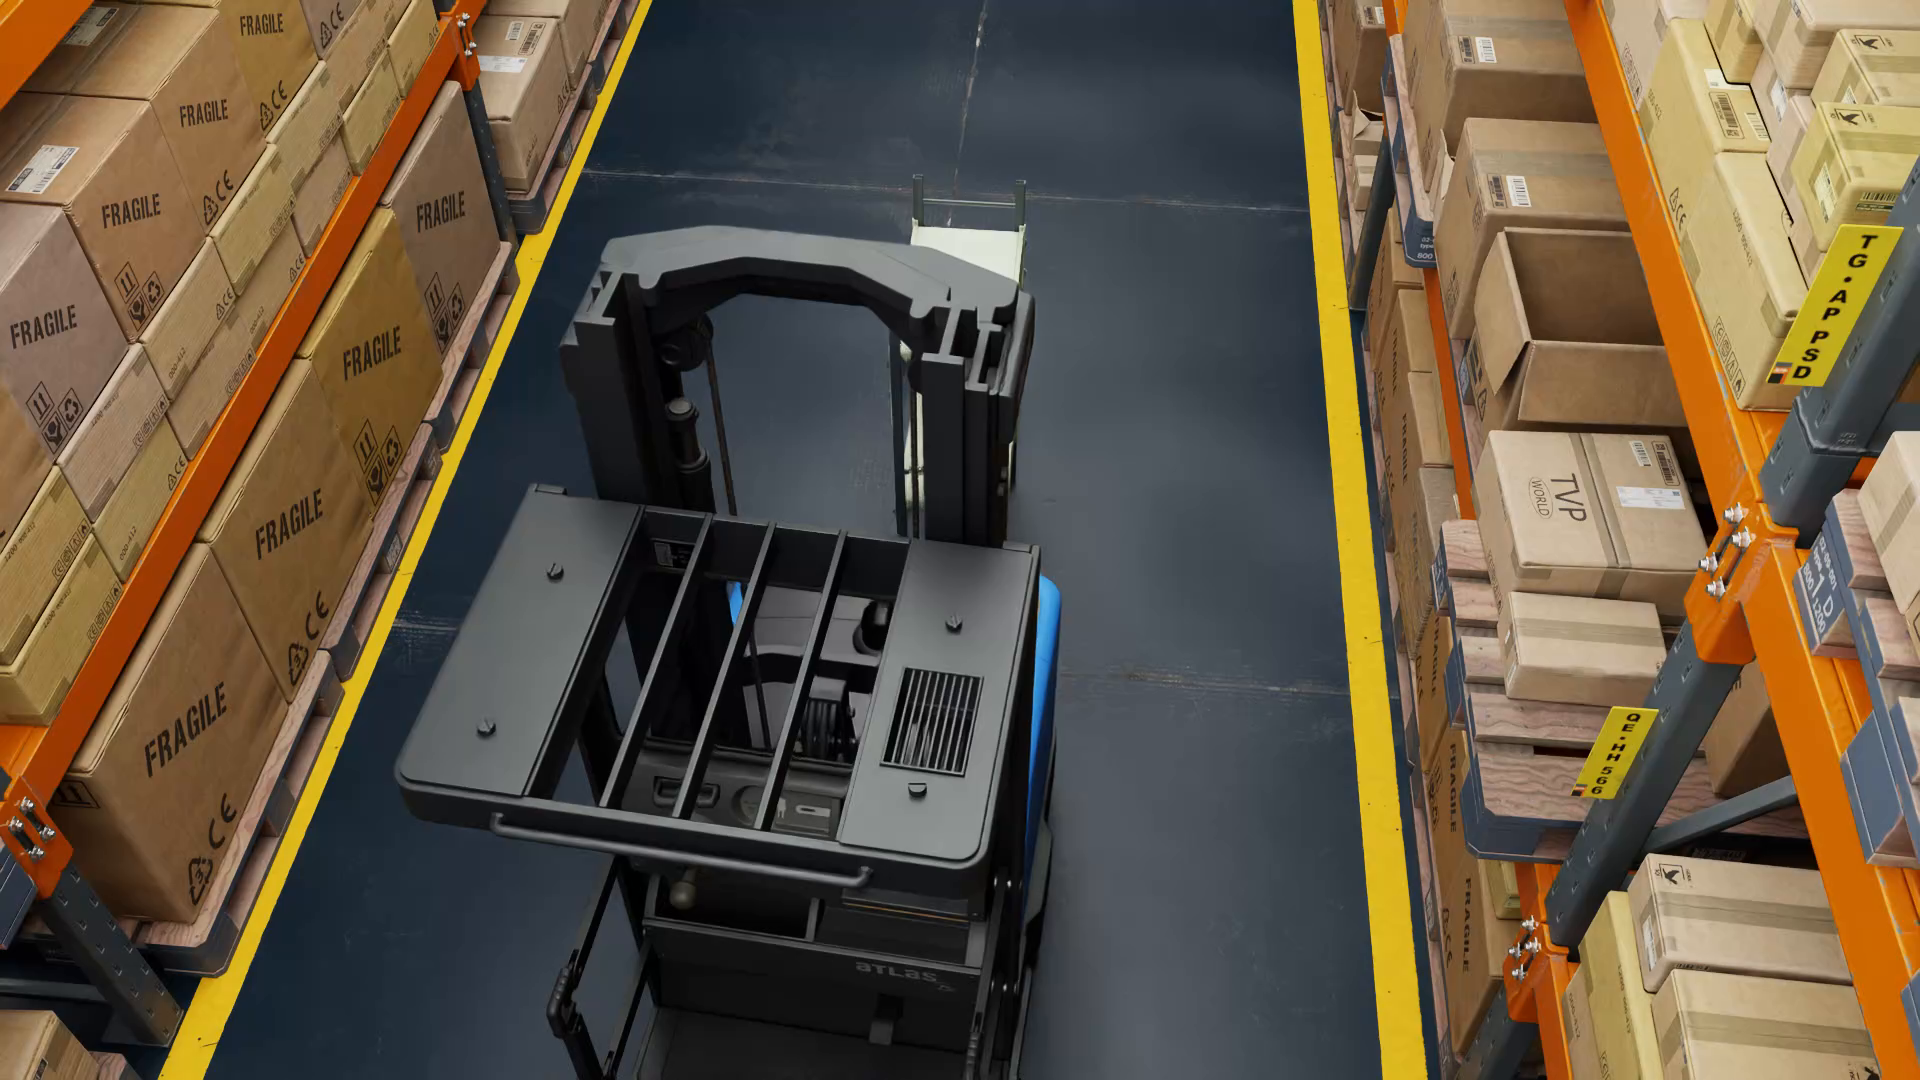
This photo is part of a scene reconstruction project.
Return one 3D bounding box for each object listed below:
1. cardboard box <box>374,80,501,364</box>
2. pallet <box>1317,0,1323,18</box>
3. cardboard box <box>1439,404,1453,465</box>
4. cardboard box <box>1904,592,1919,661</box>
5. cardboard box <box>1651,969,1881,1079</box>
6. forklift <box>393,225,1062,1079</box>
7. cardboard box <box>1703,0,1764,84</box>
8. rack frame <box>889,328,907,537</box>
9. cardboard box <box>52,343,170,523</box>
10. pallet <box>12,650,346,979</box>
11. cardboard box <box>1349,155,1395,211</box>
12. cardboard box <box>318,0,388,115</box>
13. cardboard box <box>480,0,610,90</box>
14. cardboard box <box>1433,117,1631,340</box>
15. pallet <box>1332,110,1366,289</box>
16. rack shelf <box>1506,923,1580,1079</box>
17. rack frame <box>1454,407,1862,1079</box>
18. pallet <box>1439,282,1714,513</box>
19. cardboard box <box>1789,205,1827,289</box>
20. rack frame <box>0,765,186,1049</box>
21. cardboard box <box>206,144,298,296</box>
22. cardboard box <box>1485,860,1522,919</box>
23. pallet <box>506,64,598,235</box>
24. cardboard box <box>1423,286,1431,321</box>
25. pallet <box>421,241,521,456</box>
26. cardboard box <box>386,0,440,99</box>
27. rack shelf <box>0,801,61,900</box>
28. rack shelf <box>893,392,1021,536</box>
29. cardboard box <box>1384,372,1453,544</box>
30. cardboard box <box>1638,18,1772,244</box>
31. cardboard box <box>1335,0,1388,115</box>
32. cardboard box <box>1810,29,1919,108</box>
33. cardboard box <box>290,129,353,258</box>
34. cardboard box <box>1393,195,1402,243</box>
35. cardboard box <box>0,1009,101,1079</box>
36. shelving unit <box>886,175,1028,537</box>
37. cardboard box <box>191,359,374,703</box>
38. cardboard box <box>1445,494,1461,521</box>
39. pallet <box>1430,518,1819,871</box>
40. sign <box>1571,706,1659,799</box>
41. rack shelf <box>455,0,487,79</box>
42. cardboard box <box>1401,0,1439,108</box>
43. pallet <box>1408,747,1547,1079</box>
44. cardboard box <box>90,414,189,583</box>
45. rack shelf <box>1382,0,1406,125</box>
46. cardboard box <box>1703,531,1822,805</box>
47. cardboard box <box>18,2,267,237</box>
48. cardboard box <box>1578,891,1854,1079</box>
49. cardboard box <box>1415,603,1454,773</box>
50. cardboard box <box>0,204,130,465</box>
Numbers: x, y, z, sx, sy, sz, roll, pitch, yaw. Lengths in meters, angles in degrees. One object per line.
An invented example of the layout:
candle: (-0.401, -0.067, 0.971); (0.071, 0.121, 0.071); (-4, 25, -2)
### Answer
cardboard box: (-2.611, -1.381, 7.135); (0.875, 0.875, 0.875); (5, 48, 5)
pallet: (2.595, -3.442, 9.756); (1.003, 0.211, 1.213); (4, 48, 4)
cardboard box: (1.955, -0.394, 6.047); (0.380, 0.149, 0.250); (5, 48, 5)
cardboard box: (1.636, 0.148, 2.129); (0.500, 0.500, 0.500); (4, 48, 4)
cardboard box: (1.600, 1.011, 3.285); (0.380, 0.149, 0.250); (5, 48, 4)
forklift: (-8.903, -1.830, 6.299); (19.036, 3.140, 7.243); (7, 48, 6)
cardboard box: (1.809, -1.086, 3.509); (0.380, 0.149, 0.250); (4, 48, 4)
rack frame: (-0.034, -0.232, 5.946); (0.400, 1.500, 0.023); (4, 48, 4)
cardboard box: (-2.658, -0.331, 4.783); (0.500, 0.250, 0.500); (5, 48, 4)
pallet: (-2.851, 0.889, 5.794); (1.003, 0.211, 1.213); (4, 48, 4)
cardboard box: (2.068, -1.695, 7.915); (0.380, 0.149, 0.250); (3, 48, 2)
cardboard box: (-2.470, -1.827, 6.151); (0.500, 0.250, 0.500); (5, 48, 4)
cardboard box: (-2.389, -2.806, 8.735); (0.875, 0.438, 0.875); (3, 48, 2)
cardboard box: (1.924, -0.964, 5.246); (0.700, 0.500, 0.500); (4, 48, 3)
pallet: (2.373, -1.649, 8.116); (1.003, 0.211, 1.213); (4, 48, 4)
rack shelf: (1.763, 2.566, 2.858); (1.077, 0.370, 4.000); (4, 48, 4)
rack frame: (1.945, 0.853, 3.937); (1.000, 3.000, 0.127); (4, 48, 4)
pallet: (2.118, -0.511, 5.315); (1.003, 0.211, 1.213); (4, 48, 4)
cardboard box: (1.738, -0.520, 2.991); (0.380, 0.149, 0.250); (5, 48, 4)
rack frame: (-2.998, 0.522, 4.239); (1.000, 3.000, 0.127); (4, 48, 4)
cardboard box: (-2.541, -1.068, 5.457); (0.500, 0.250, 0.500); (5, 48, 4)
cardboard box: (1.738, 0.956, 4.812); (0.380, 0.149, 0.250); (2, 48, 2)
pallet: (-2.487, -2.029, 8.463); (1.003, 0.211, 1.213); (4, 48, 4)
cardboard box: (2.052, -0.959, 6.564); (0.380, 0.149, 0.250); (2, 48, 2)
pallet: (-2.629, -0.904, 7.434); (1.003, 0.211, 1.213); (4, 48, 4)
cardboard box: (-2.424, -2.020, 6.666); (0.500, 0.250, 0.500); (3, 48, 3)
rack shelf: (-3.181, 2.235, 3.161); (1.077, 0.370, 4.000); (4, 48, 4)
rack shelf: (-0.001, -0.281, 6.433); (0.431, 0.370, 0.720); (4, 48, 4)
cardboard box: (1.953, -0.285, 6.388); (0.500, 0.500, 0.500); (3, 48, 2)
cardboard box: (1.795, -0.871, 3.583); (0.500, 0.250, 0.500); (4, 48, 4)
cardboard box: (2.313, -2.492, 8.406); (0.700, 0.500, 0.500); (2, 48, 2)
cardboard box: (1.811, -0.802, 3.048); (0.380, 0.149, 0.250); (2, 48, 2)
cardboard box: (-2.536, -1.276, 5.986); (0.500, 0.250, 0.500); (3, 48, 2)
cardboard box: (2.012, -1.357, 6.928); (0.380, 0.149, 0.250); (6, 48, 5)
cardboard box: (-3.060, 1.682, 4.675); (0.950, 0.372, 0.625); (1, 48, 1)
shelving unit: (-0.001, -0.501, 6.192); (0.431, 1.500, 0.755); (4, 48, 4)
cardboard box: (-2.767, -0.059, 5.927); (0.875, 0.875, 0.875); (4, 48, 4)
cardboard box: (1.887, -0.016, 5.702); (0.380, 0.149, 0.250); (2, 48, 2)
pallet: (1.937, 0.415, 4.467); (1.213, 0.211, 1.003); (4, 48, 4)
sign: (1.404, 0.460, 3.566); (0.100, 0.325, 0.005); (4, 48, 4)
rack shelf: (-2.452, -3.644, 8.537); (1.077, 0.370, 4.000); (4, 48, 4)
cardboard box: (2.043, -1.921, 6.122); (0.700, 0.500, 0.500); (5, 48, 5)
pallet: (2.051, 1.248, 5.465); (1.003, 0.211, 1.213); (4, 48, 4)
cardboard box: (-2.674, -0.148, 4.954); (0.500, 0.250, 0.500); (3, 48, 2)
rack shelf: (2.492, -3.313, 8.235); (1.077, 0.370, 4.000); (4, 48, 4)
cardboard box: (2.148, 0.310, 4.081); (0.500, 0.500, 0.500); (6, 48, 5)
cardboard box: (-2.562, -1.310, 5.170); (0.500, 0.500, 0.500); (5, 48, 4)
cardboard box: (1.636, 1.043, 3.526); (0.500, 0.250, 0.500); (4, 48, 3)
cardboard box: (1.871, 0.478, 5.689); (0.500, 0.500, 0.500); (6, 48, 5)
cardboard box: (-2.674, -0.560, 4.484); (0.500, 0.500, 0.500); (4, 48, 4)
